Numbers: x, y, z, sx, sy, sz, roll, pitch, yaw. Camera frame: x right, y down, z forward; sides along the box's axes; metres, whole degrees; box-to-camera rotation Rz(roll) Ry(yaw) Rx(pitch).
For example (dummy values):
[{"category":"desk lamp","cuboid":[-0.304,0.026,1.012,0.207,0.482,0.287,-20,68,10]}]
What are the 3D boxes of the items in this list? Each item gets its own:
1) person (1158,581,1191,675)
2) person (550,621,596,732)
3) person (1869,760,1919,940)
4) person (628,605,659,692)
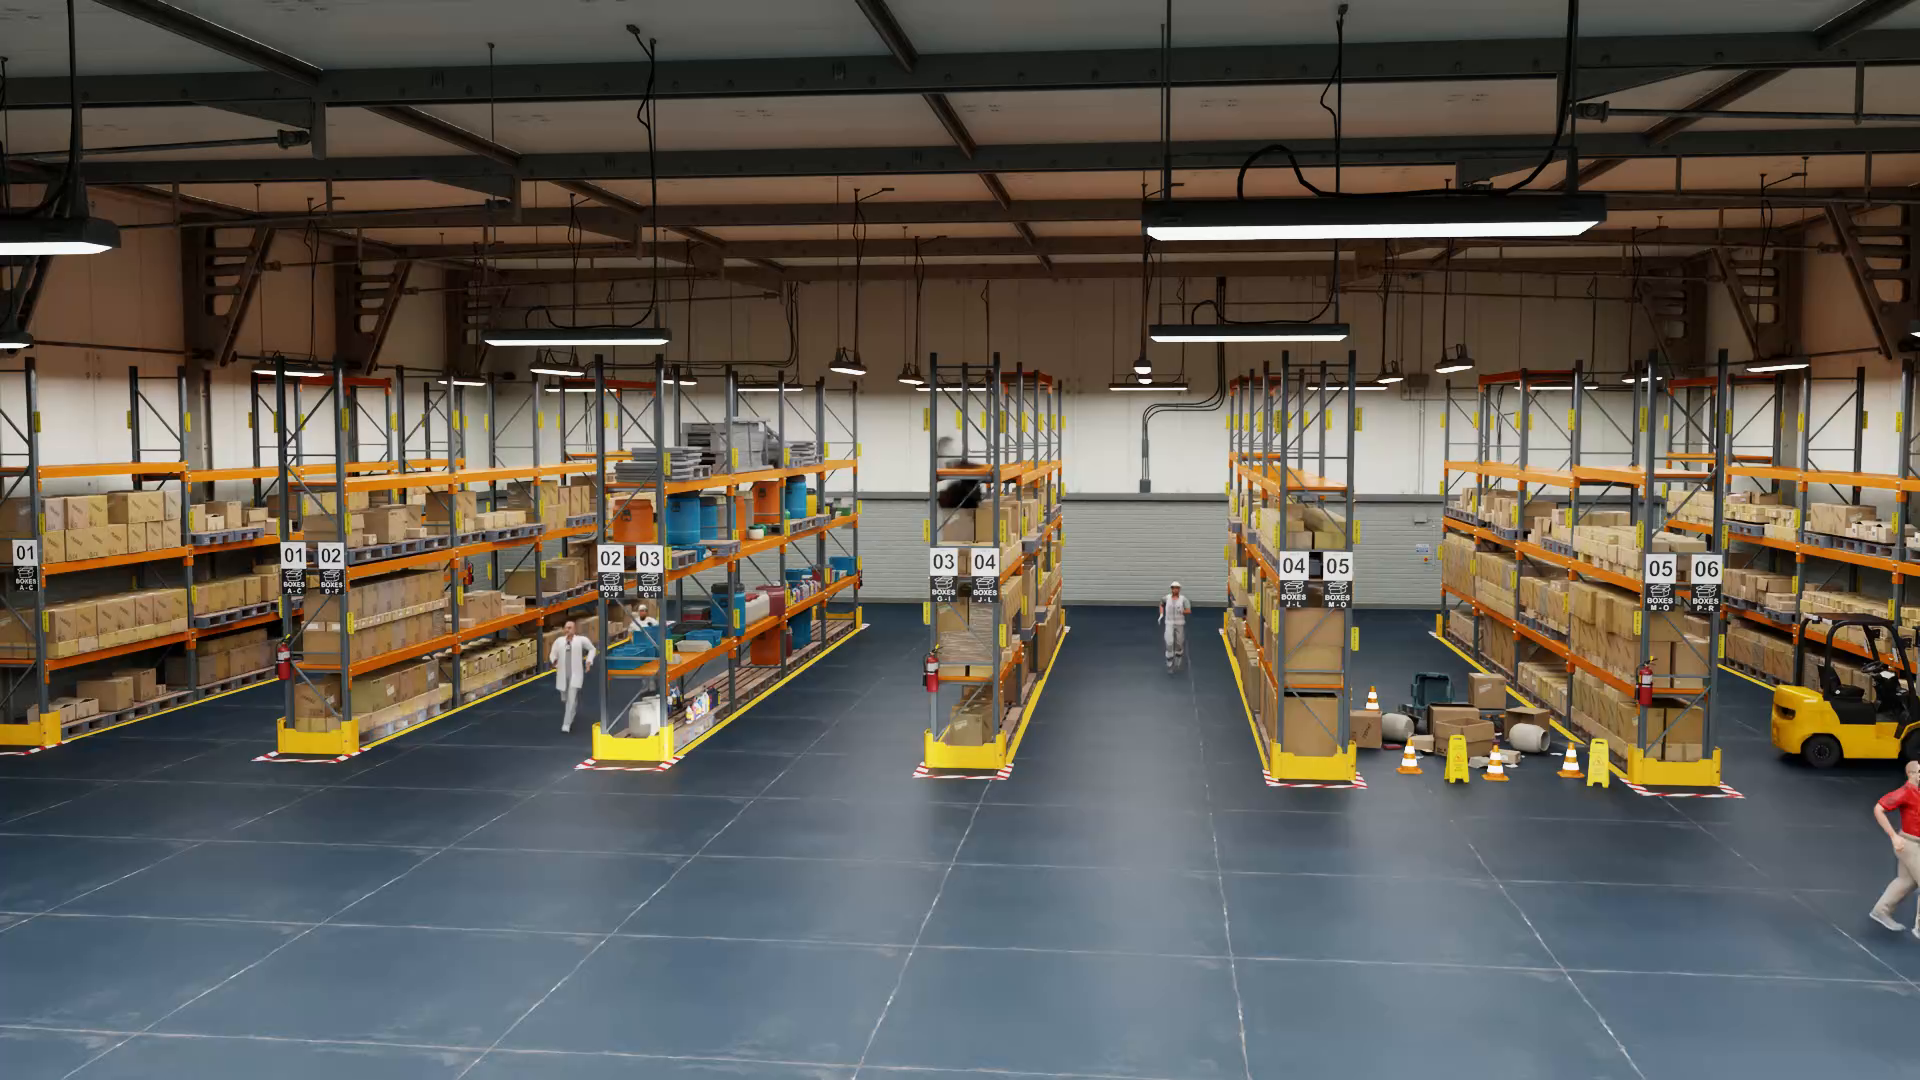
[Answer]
[{"category":"person","cuboid":[4.301,1.740,33.319,0.653,1.838,0.830,1,4,8]},{"category":"person","cuboid":[-6.352,2.200,27.108,0.724,1.742,1.014,0,4,3]},{"category":"person","cuboid":[9.187,3.020,15.997,0.638,1.805,0.778,-4,6,-44]},{"category":"person","cuboid":[-5.860,2.008,30.757,0.603,1.628,0.573,0,4,6]}]
